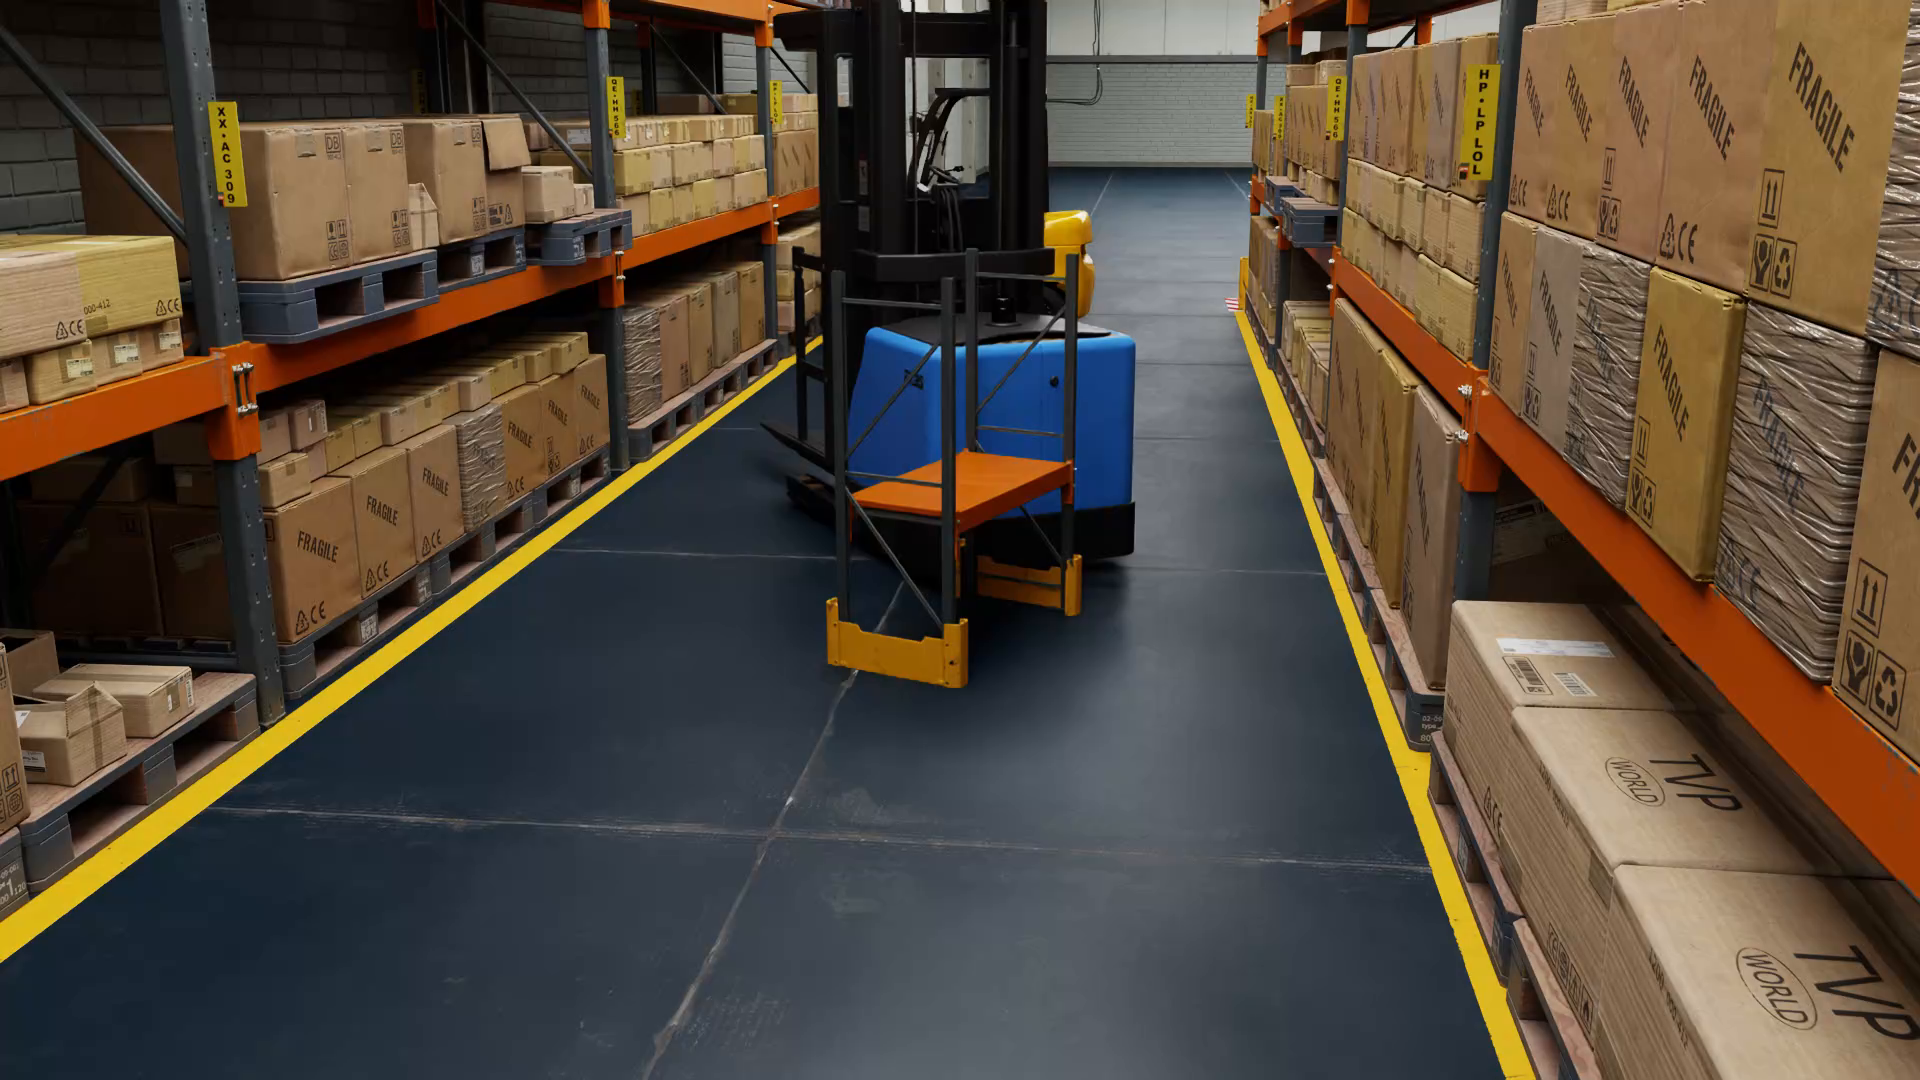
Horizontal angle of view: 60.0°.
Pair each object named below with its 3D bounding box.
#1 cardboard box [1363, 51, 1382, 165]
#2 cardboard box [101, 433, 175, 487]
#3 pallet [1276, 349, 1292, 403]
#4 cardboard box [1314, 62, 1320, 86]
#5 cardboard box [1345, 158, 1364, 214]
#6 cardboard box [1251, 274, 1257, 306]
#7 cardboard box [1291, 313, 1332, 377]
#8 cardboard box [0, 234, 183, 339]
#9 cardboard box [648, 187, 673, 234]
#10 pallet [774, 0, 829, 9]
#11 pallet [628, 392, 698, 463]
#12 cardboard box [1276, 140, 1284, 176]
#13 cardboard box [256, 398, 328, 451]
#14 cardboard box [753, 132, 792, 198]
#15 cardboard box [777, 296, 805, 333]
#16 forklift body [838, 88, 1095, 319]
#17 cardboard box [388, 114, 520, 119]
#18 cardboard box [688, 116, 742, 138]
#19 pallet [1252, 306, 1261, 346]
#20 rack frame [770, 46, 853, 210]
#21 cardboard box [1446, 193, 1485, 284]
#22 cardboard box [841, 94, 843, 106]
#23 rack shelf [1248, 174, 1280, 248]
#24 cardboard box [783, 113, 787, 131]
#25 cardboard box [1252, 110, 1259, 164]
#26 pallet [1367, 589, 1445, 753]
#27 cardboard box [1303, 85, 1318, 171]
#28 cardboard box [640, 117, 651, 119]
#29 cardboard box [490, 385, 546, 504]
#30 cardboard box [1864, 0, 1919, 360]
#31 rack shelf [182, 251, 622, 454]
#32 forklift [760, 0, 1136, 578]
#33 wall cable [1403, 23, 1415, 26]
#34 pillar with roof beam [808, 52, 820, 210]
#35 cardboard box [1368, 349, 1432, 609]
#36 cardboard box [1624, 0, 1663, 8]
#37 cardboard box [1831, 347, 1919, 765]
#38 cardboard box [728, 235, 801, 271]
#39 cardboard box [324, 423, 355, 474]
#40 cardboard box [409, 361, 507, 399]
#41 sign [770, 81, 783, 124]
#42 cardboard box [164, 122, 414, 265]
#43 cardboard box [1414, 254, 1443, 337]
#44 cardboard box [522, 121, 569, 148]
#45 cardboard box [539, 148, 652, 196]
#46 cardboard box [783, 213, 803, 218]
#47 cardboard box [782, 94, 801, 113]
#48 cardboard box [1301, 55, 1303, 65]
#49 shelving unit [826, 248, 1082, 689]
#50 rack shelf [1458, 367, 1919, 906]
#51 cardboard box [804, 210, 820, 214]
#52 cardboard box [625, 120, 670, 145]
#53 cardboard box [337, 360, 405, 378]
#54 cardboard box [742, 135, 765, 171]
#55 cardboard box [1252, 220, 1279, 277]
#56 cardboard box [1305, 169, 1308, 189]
[{"bbox_3d":[2.161,-1.998,7.697,0.500,0.500,0.500,2,15,6],"label":"cardboard box"},{"bbox_3d":[-3.098,-0.306,6.288,0.380,0.149,0.250,2,15,6],"label":"cardboard box"},{"bbox_3d":[2.871,-1.206,12.218,1.003,0.211,1.213,2,15,6],"label":"pallet"},{"bbox_3d":[2.533,-3.065,10.943,0.380,0.149,0.250,3,15,9],"label":"cardboard box"},{"bbox_3d":[2.204,-1.761,8.259,0.500,0.250,0.500,2,15,6],"label":"cardboard box"},{"bbox_3d":[2.978,-2.334,15.509,0.500,0.250,0.500,2,15,8],"label":"cardboard box"},{"bbox_3d":[2.823,-1.366,11.695,0.950,0.372,0.625,3,15,10],"label":"cardboard box"},{"bbox_3d":[-2.693,-0.756,4.930,0.500,0.250,0.500,2,15,8],"label":"cardboard box"},{"bbox_3d":[-2.071,-2.028,10.201,0.500,0.250,0.500,1,15,5],"label":"cardboard box"},{"bbox_3d":[-1.764,-4.842,14.745,1.003,0.211,1.213,2,15,6],"label":"pallet"},{"bbox_3d":[-2.294,-0.728,10.450,1.003,0.211,1.213,2,15,6],"label":"pallet"},{"bbox_3d":[2.761,-3.068,13.002,0.500,0.500,0.500,1,15,5],"label":"cardboard box"},{"bbox_3d":[-2.591,-0.431,6.182,0.380,0.149,0.250,1,15,4],"label":"cardboard box"},{"bbox_3d":[-1.665,-3.055,13.522,0.500,0.500,0.500,1,15,5],"label":"cardboard box"},{"bbox_3d":[-1.591,-1.890,13.870,0.500,0.250,0.500,2,15,7],"label":"cardboard box"},{"bbox_3d":[0.075,-2.981,15.067,2.313,2.155,1.214,2,15,6],"label":"forklift body"},{"bbox_3d":[-2.639,-1.984,8.756,0.500,0.500,0.500,2,15,9],"label":"cardboard box"},{"bbox_3d":[-1.782,-2.964,11.943,0.380,0.149,0.250,1,15,5],"label":"cardboard box"},{"bbox_3d":[3.133,-1.900,14.786,1.003,0.211,1.213,2,15,6],"label":"pallet"},{"bbox_3d":[-1.523,-3.937,16.974,1.000,3.000,0.127,2,15,6],"label":"rack frame"},{"bbox_3d":[1.863,-0.970,5.331,0.500,0.250,0.500,2,15,6],"label":"cardboard box"},{"bbox_3d":[-1.351,-4.278,16.231,0.380,0.149,0.250,2,15,6],"label":"cardboard box"},{"bbox_3d":[3.183,-2.925,14.613,1.077,0.370,4.000,2,15,6],"label":"rack shelf"},{"bbox_3d":[-1.648,-3.471,13.818,0.380,0.149,0.250,2,15,6],"label":"cardboard box"},{"bbox_3d":[3.080,-3.869,15.961,0.500,0.500,0.500,1,15,5],"label":"cardboard box"},{"bbox_3d":[2.067,0.465,6.039,1.003,0.211,1.213,2,15,6],"label":"pallet"},{"bbox_3d":[2.385,-2.503,10.105,0.500,0.500,0.500,1,15,2],"label":"cardboard box"},{"bbox_3d":[-2.400,-2.912,11.752,0.380,0.149,0.250,2,15,6],"label":"cardboard box"},{"bbox_3d":[-2.383,-0.477,8.162,0.500,0.500,0.500,2,15,9],"label":"cardboard box"},{"bbox_3d":[1.451,-0.441,1.940,0.500,0.500,0.500,2,15,6],"label":"cardboard box"},{"bbox_3d":[-2.652,-0.996,7.476,1.077,0.370,4.000,2,15,6],"label":"rack shelf"},{"bbox_3d":[-0.265,-1.586,8.413,1.130,2.935,3.031,-7,17,-24],"label":"forklift"},{"bbox_3d":[11.965,-16.543,45.585,2.305,6.003,0.169,2,15,6],"label":"wall cable"},{"bbox_3d":[2.457,-8.108,20.908,9.100,9.000,0.400,2,15,6],"label":"pillar with roof beam"},{"bbox_3d":[2.140,-0.254,6.620,0.875,0.875,0.875,2,15,8],"label":"cardboard box"},{"bbox_3d":[1.614,-1.184,3.444,0.380,0.149,0.250,1,15,5],"label":"cardboard box"},{"bbox_3d":[1.467,0.047,2.049,0.500,0.500,0.500,1,15,5],"label":"cardboard box"},{"bbox_3d":[-1.608,-2.374,13.741,0.500,0.250,0.500,1,15,5],"label":"cardboard box"},{"bbox_3d":[-2.601,-0.360,6.488,0.380,0.149,0.250,1,15,3],"label":"cardboard box"},{"bbox_3d":[-2.406,-0.765,7.986,0.380,0.149,0.250,1,15,5],"label":"cardboard box"},{"bbox_3d":[-1.434,-3.407,12.947,0.100,0.325,0.005,2,15,6],"label":"sign"},{"bbox_3d":[-2.542,-1.329,6.333,0.700,0.500,0.500,2,15,7],"label":"cardboard box"},{"bbox_3d":[1.914,-0.863,5.893,0.500,0.250,0.500,1,15,5],"label":"cardboard box"},{"bbox_3d":[-2.582,-2.450,10.042,0.380,0.149,0.250,2,15,6],"label":"cardboard box"},{"bbox_3d":[-2.108,-2.138,9.652,0.500,0.250,0.500,2,15,6],"label":"cardboard box"},{"bbox_3d":[-1.818,-3.046,16.228,0.500,0.250,0.500,2,15,6],"label":"cardboard box"},{"bbox_3d":[-1.553,-3.679,14.017,0.380,0.149,0.250,2,15,8],"label":"cardboard box"},{"bbox_3d":[3.568,-4.327,15.741,0.700,0.500,0.500,1,15,5],"label":"cardboard box"},{"bbox_3d":[0.000,-0.332,6.516,0.587,1.500,1.083,8,17,28],"label":"shelving unit"},{"bbox_3d":[1.829,0.187,3.103,1.077,0.370,4.000,2,15,6],"label":"rack shelf"},{"bbox_3d":[-1.265,-3.166,16.672,0.500,0.250,0.500,2,15,8],"label":"cardboard box"},{"bbox_3d":[-2.050,-2.568,10.479,0.380,0.149,0.250,2,15,7],"label":"cardboard box"},{"bbox_3d":[-2.904,-0.773,8.016,0.380,0.149,0.250,1,15,5],"label":"cardboard box"},{"bbox_3d":[-1.776,-2.933,12.593,0.500,0.250,0.500,1,15,5],"label":"cardboard box"},{"bbox_3d":[2.986,-2.686,15.375,0.500,0.500,0.500,1,15,4],"label":"cardboard box"},{"bbox_3d":[2.406,-2.294,10.577,0.380,0.149,0.250,1,15,4],"label":"cardboard box"}]
